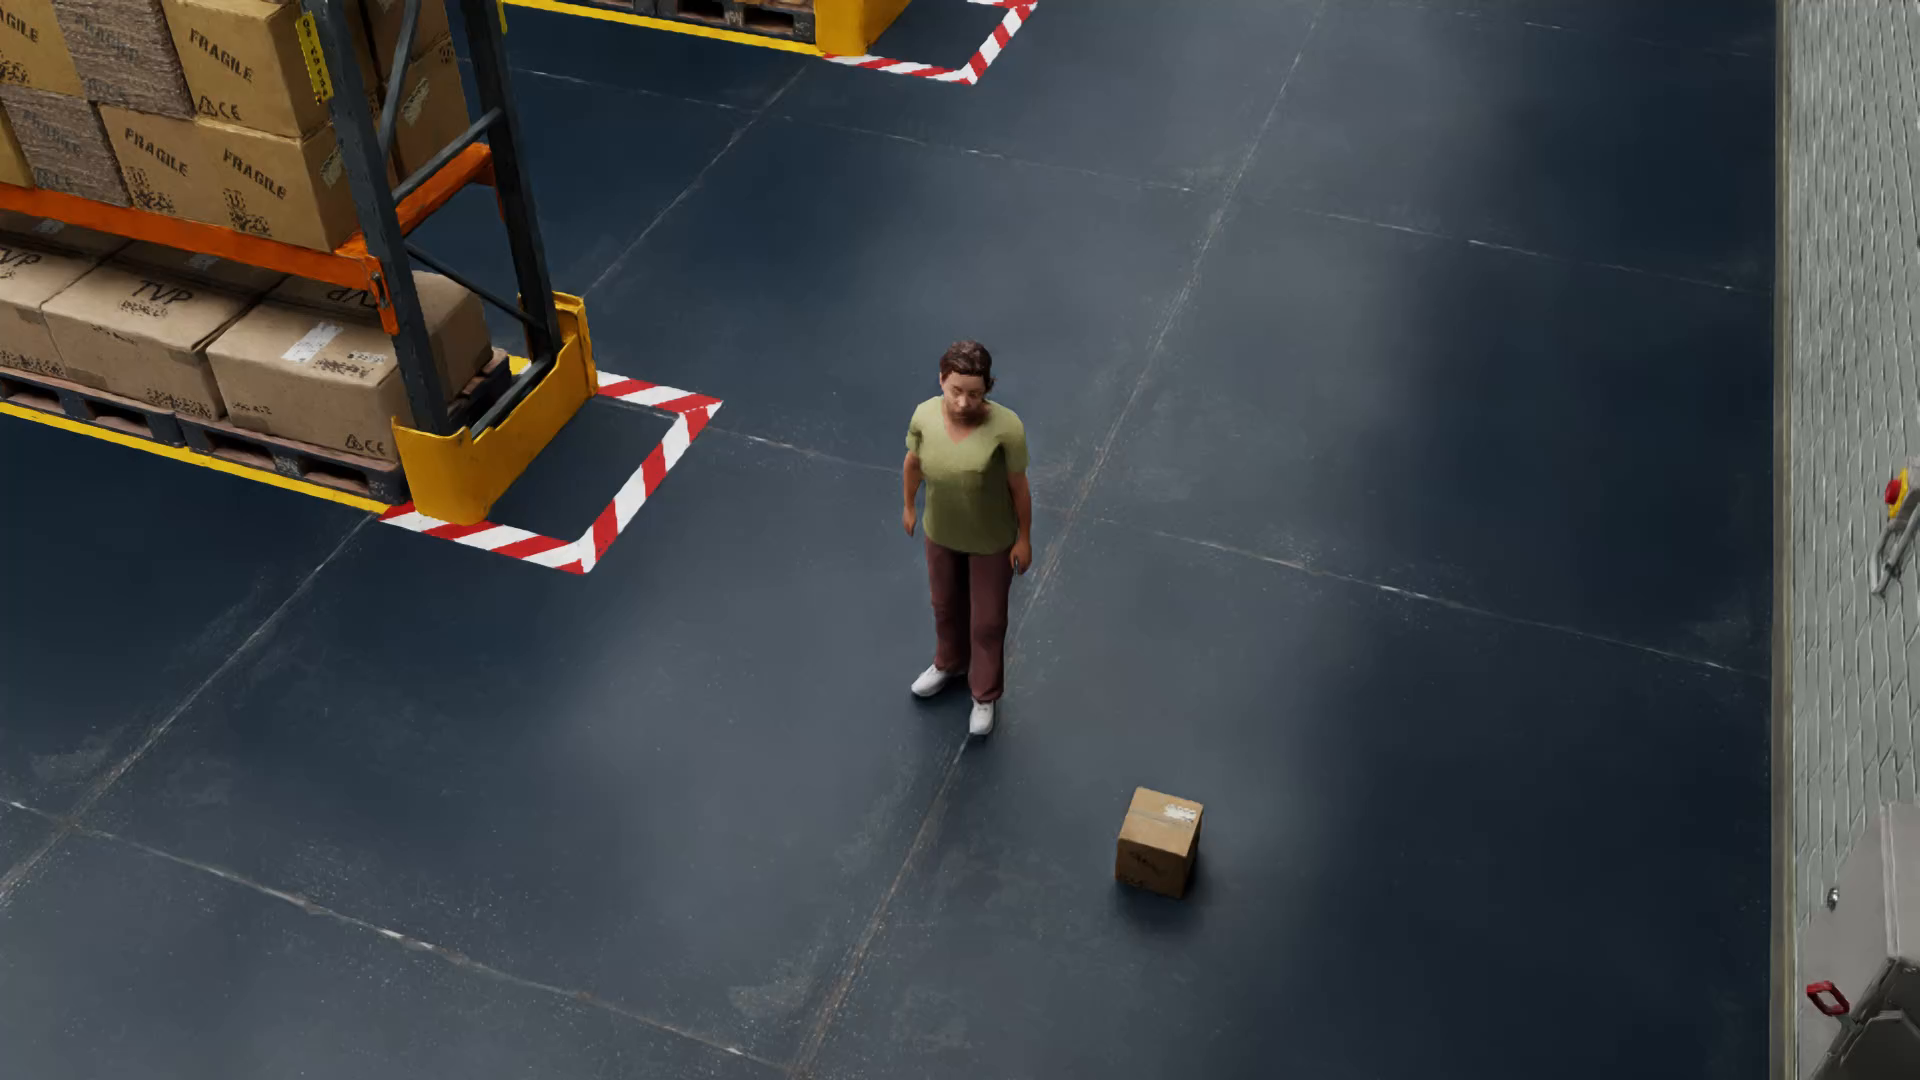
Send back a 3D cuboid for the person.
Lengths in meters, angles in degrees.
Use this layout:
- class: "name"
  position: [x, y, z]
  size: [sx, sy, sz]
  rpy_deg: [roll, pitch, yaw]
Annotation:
- class: "person"
  position: [-0.004, 0.000, 6.131]
  size: [0.537, 1.676, 0.423]
  rpy_deg: [14, 44, 15]
